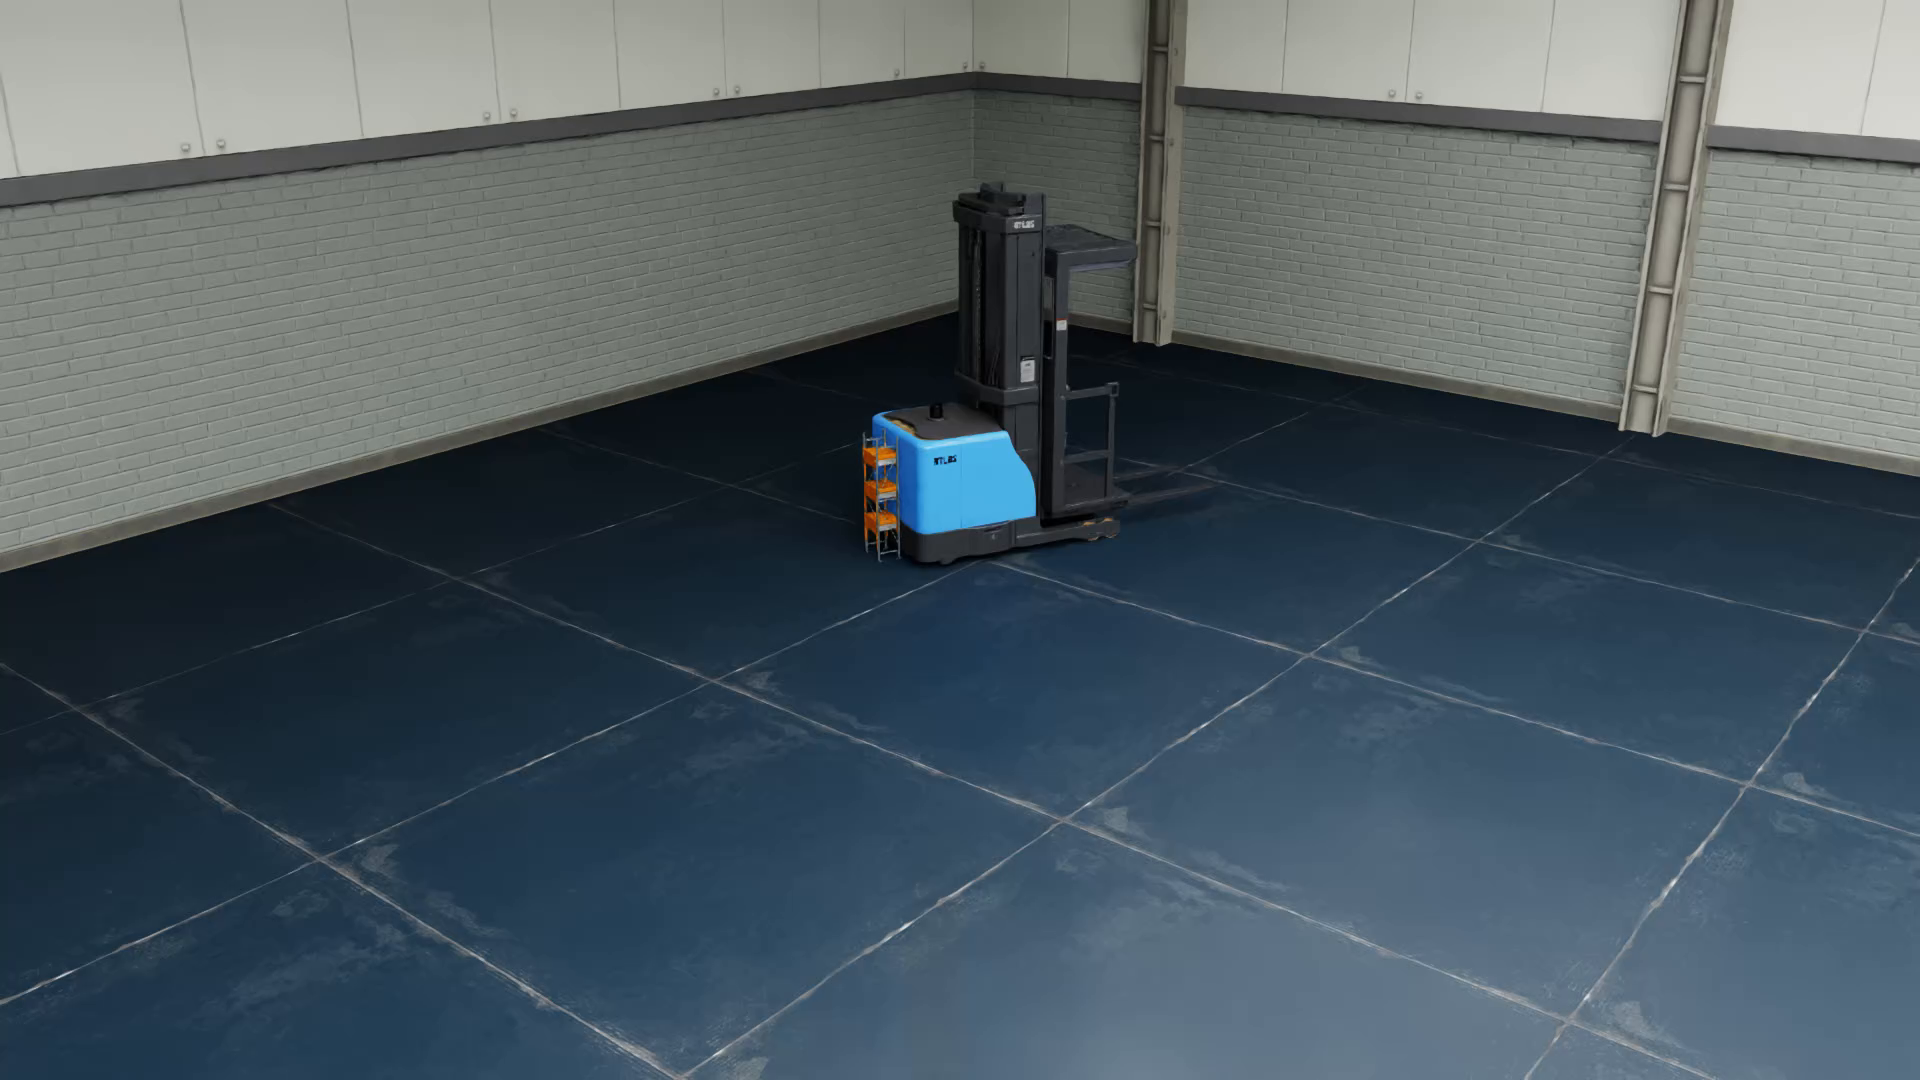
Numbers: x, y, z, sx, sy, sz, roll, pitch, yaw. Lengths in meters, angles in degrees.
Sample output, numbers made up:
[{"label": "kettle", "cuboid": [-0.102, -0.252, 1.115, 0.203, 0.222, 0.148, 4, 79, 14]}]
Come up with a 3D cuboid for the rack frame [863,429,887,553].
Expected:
[{"label": "rack frame", "cuboid": [-0.700, -0.402, 13.748, 0.200, 1.050, 0.008, -10, 23, -26]}]

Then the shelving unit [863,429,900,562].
[{"label": "shelving unit", "cuboid": [-0.644, -0.364, 13.646, 0.215, 1.050, 0.252, -10, 23, -26]}]

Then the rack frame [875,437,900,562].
[{"label": "rack frame", "cuboid": [-0.587, -0.325, 13.545, 0.200, 1.050, 0.008, -10, 23, -26]}]

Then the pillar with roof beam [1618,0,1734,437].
[{"label": "pillar with roof beam", "cuboid": [4.324, -4.165, 12.461, 0.400, 9.000, 9.100, 16, 26, 36]}]

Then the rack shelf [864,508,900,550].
[{"label": "rack shelf", "cuboid": [-0.644, -0.094, 13.748, 0.215, 0.259, 0.240, -10, 23, -26]}]

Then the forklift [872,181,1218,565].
[{"label": "forklift", "cuboid": [0.801, -1.514, 14.032, 3.031, 2.935, 1.130, -10, 23, -25]}]

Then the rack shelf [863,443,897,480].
[{"label": "rack shelf", "cuboid": [-0.644, -0.619, 13.550, 0.215, 0.259, 0.240, -10, 23, -26]}]

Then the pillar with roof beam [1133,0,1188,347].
[{"label": "pillar with roof beam", "cuboid": [-0.325, -5.503, 16.011, 0.400, 9.000, 9.100, 16, 26, 36]}]

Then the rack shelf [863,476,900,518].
[{"label": "rack shelf", "cuboid": [-0.644, -0.354, 13.650, 0.215, 0.259, 0.240, -10, 23, -26]}]
